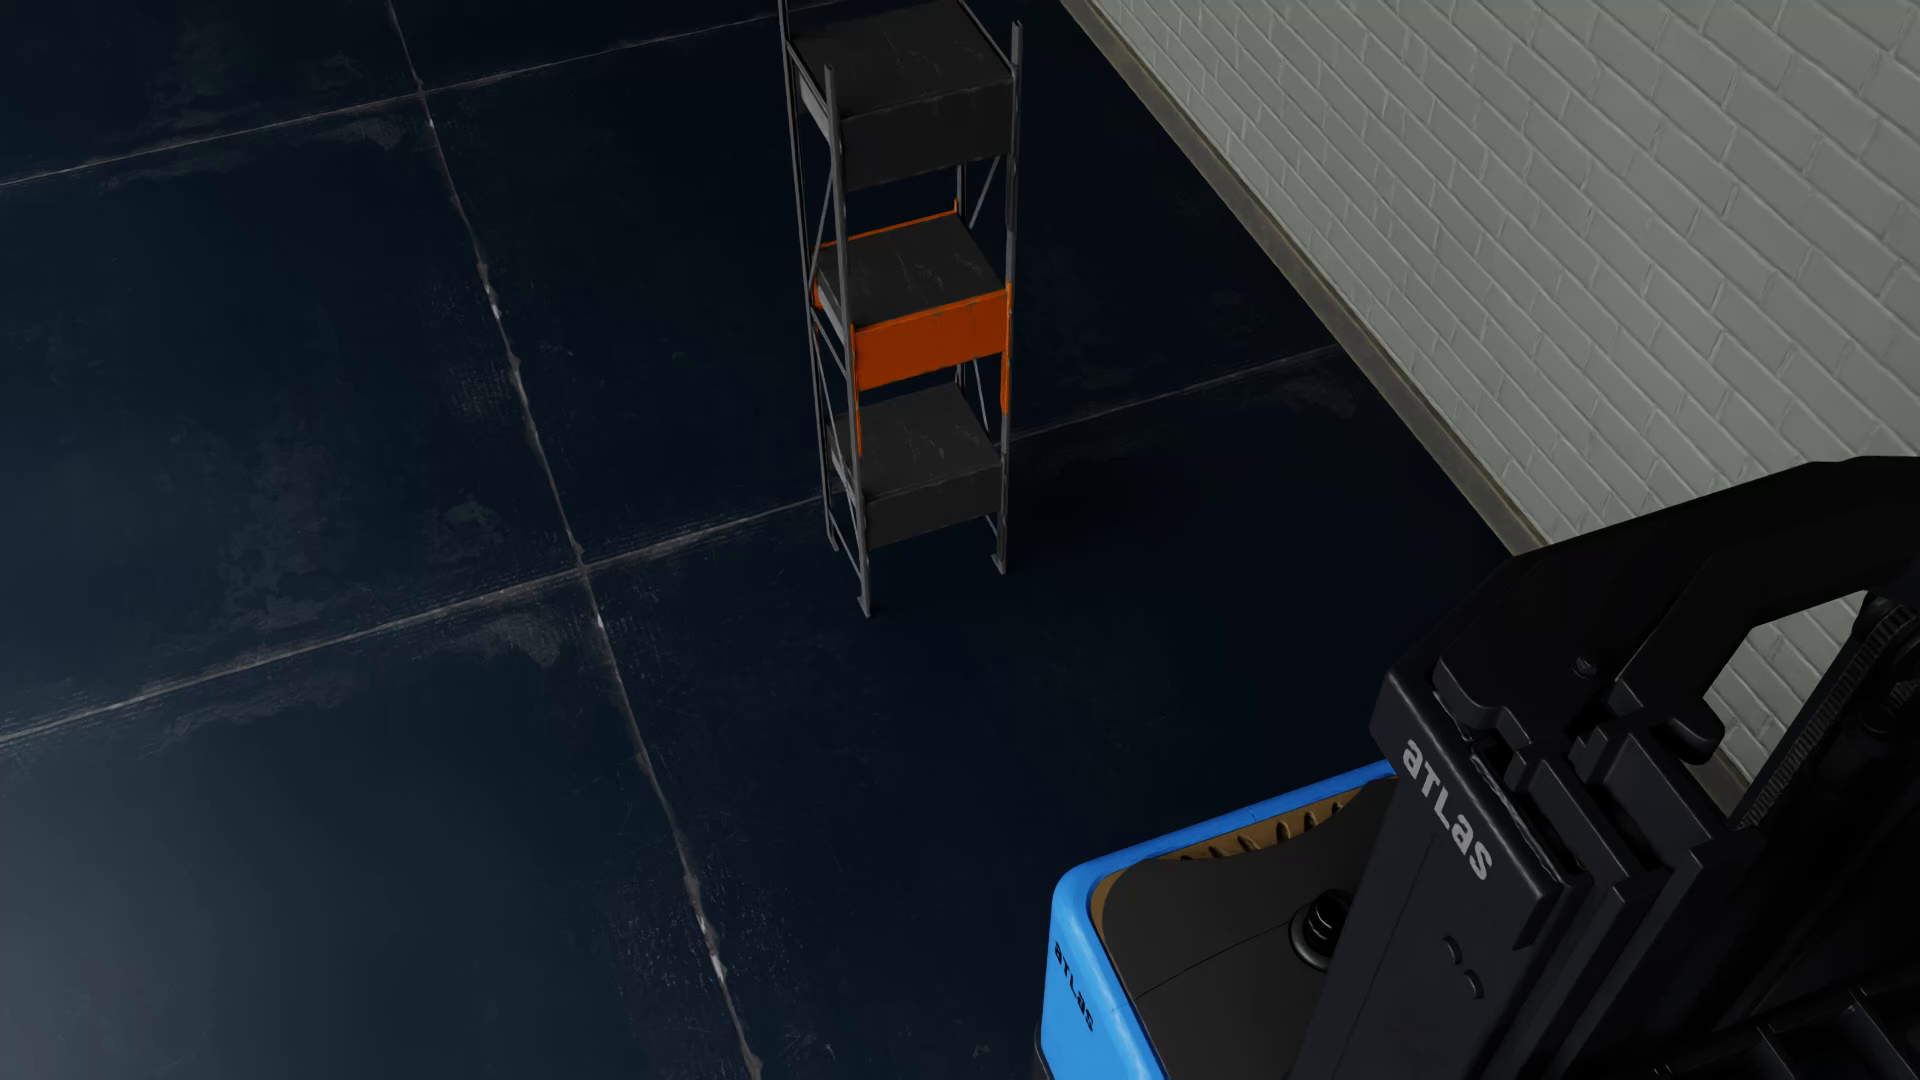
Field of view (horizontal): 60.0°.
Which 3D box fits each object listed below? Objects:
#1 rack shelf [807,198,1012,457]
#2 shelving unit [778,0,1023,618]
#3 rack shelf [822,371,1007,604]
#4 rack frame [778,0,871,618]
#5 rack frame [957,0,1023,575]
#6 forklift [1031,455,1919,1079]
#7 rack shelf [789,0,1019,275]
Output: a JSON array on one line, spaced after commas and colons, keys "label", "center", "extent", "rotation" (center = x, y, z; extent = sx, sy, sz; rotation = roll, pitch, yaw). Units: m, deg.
[{"label": "rack shelf", "center": [-0.153, -0.628, 4.923], "extent": [0.480, 0.518, 0.431], "rotation": [-17, 52, -14]}, {"label": "shelving unit", "center": [-0.153, -0.637, 4.913], "extent": [0.503, 2.100, 0.431], "rotation": [-17, 52, -14]}, {"label": "rack shelf", "center": [-0.153, -0.172, 5.454], "extent": [0.480, 0.518, 0.431], "rotation": [-17, 52, -14]}, {"label": "rack frame", "center": [-0.379, -0.567, 4.853], "extent": [0.015, 2.100, 0.400], "rotation": [-17, 52, -14]}, {"label": "rack frame", "center": [0.073, -0.707, 4.973], "extent": [0.015, 2.100, 0.400], "rotation": [-17, 52, -14]}, {"label": "forklift", "center": [1.188, 1.406, 2.611], "extent": [1.130, 2.935, 3.031], "rotation": [-16, 51, -13]}, {"label": "rack shelf", "center": [-0.153, -1.084, 4.392], "extent": [0.480, 0.518, 0.431], "rotation": [-17, 52, -14]}]
